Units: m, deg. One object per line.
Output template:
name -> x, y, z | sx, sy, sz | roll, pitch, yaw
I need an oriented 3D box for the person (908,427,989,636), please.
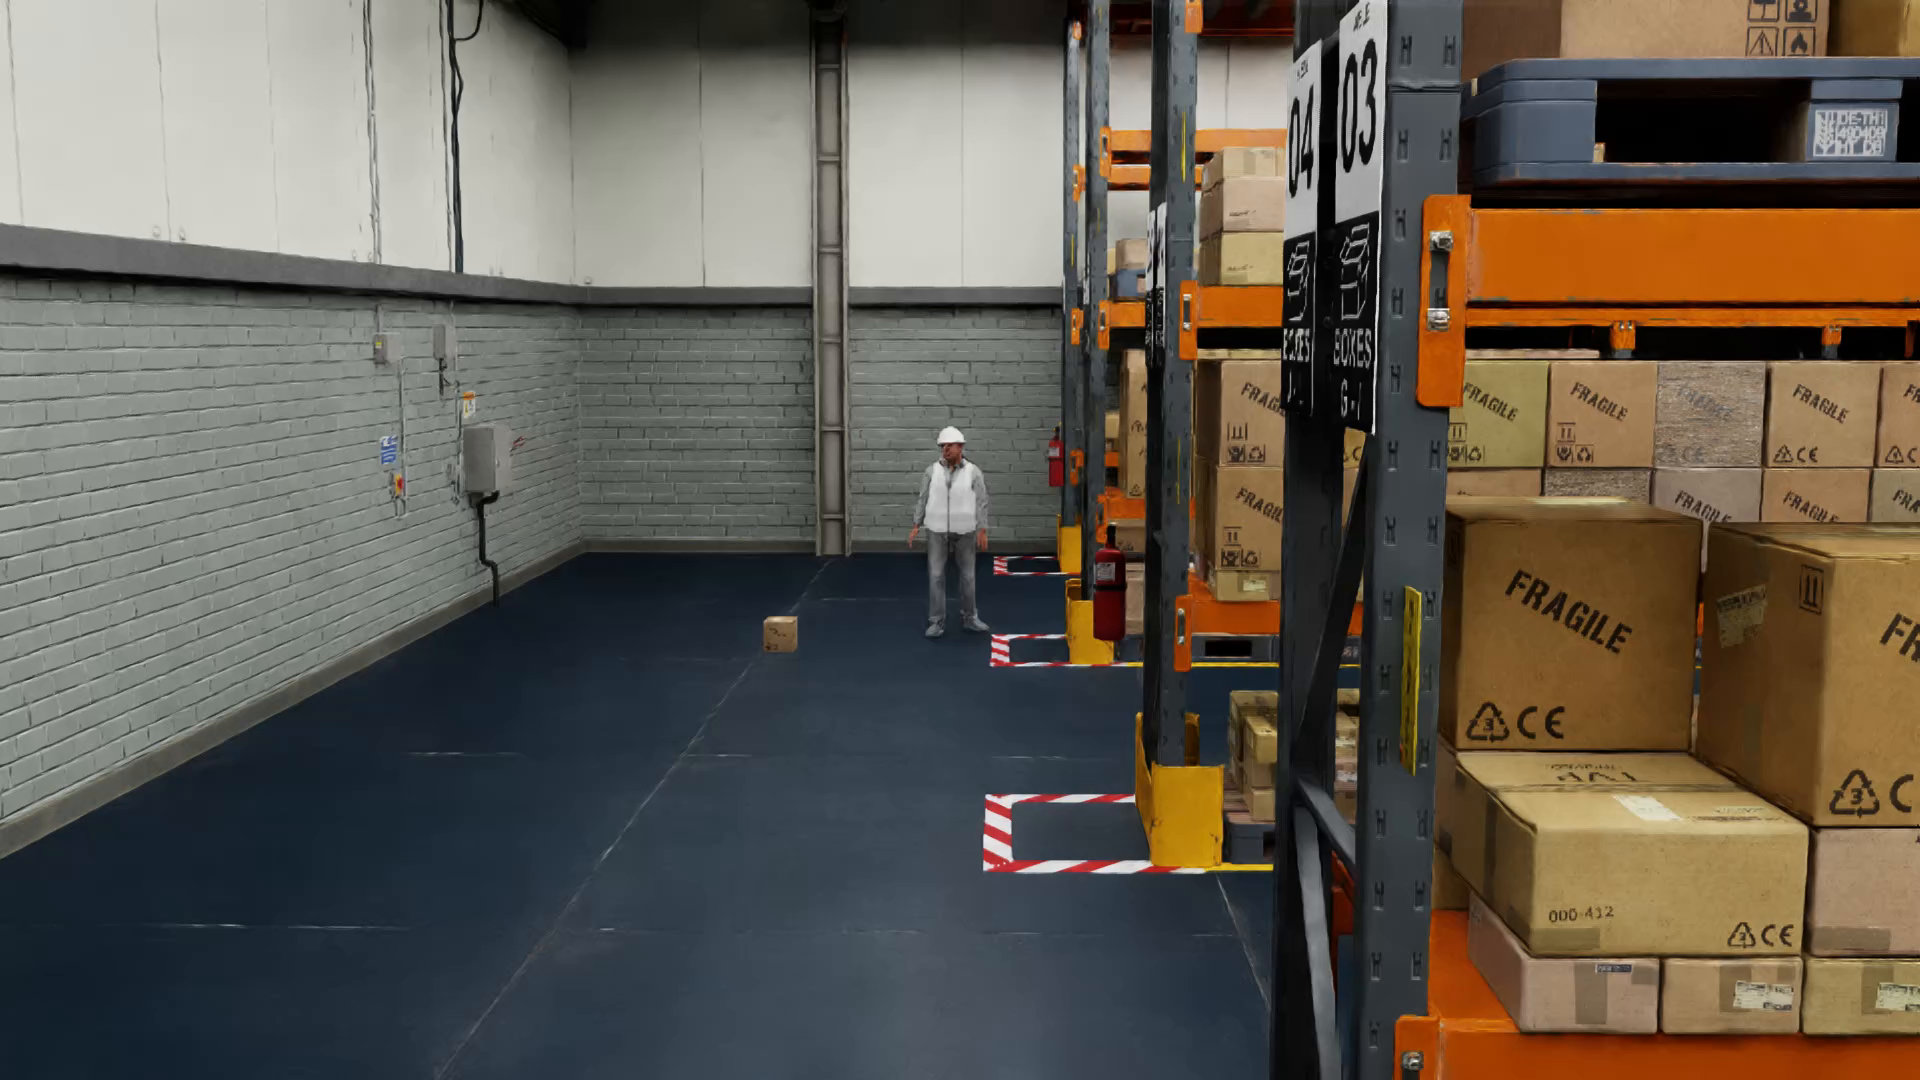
person -> -0.097, -0.075, 14.163 | 0.689, 1.774, 0.577 | 1, 7, 5
